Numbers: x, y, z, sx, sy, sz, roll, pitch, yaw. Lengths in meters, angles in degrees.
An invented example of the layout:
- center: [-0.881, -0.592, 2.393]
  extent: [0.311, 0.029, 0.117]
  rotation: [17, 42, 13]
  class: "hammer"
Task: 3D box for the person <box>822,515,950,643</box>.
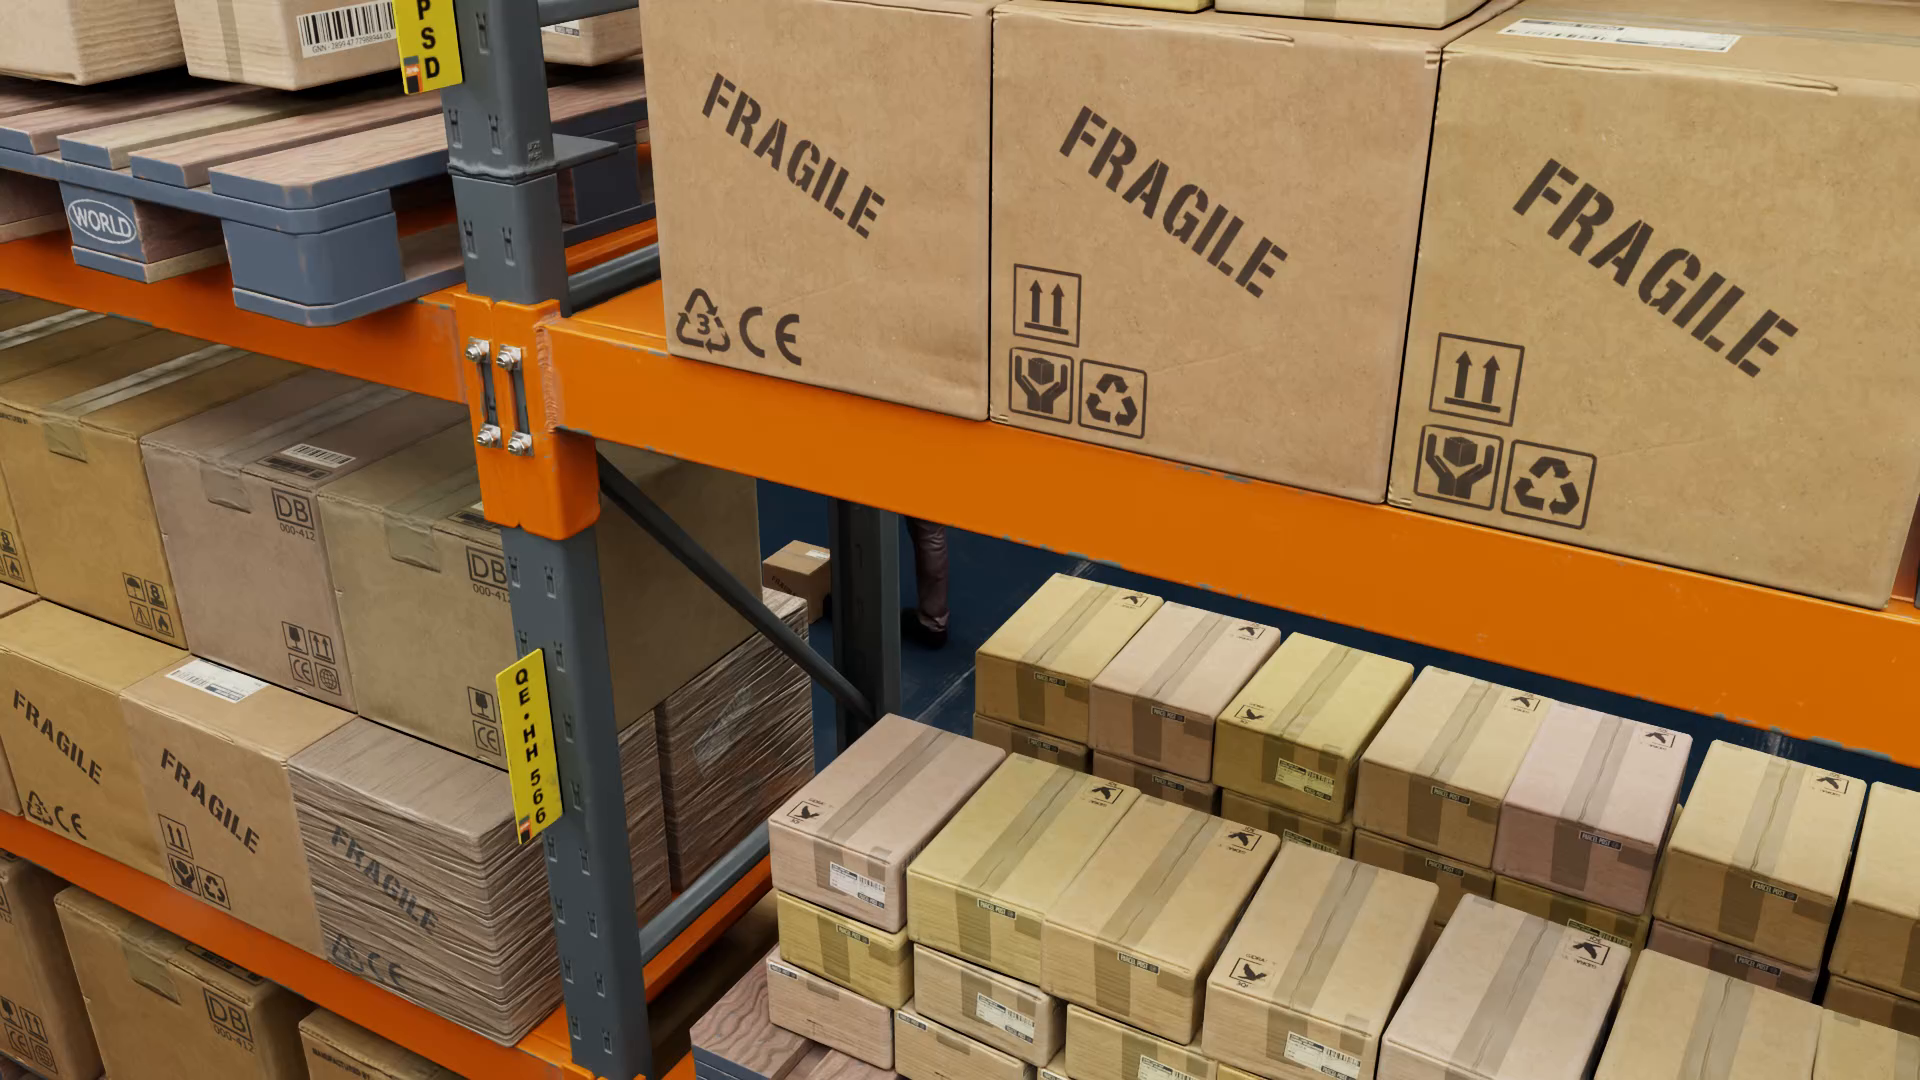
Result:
- center: [-0.299, -0.411, 6.942]
  extent: [0.552, 1.715, 0.660]
  rotation: [-21, 33, -36]
  class: "person"
